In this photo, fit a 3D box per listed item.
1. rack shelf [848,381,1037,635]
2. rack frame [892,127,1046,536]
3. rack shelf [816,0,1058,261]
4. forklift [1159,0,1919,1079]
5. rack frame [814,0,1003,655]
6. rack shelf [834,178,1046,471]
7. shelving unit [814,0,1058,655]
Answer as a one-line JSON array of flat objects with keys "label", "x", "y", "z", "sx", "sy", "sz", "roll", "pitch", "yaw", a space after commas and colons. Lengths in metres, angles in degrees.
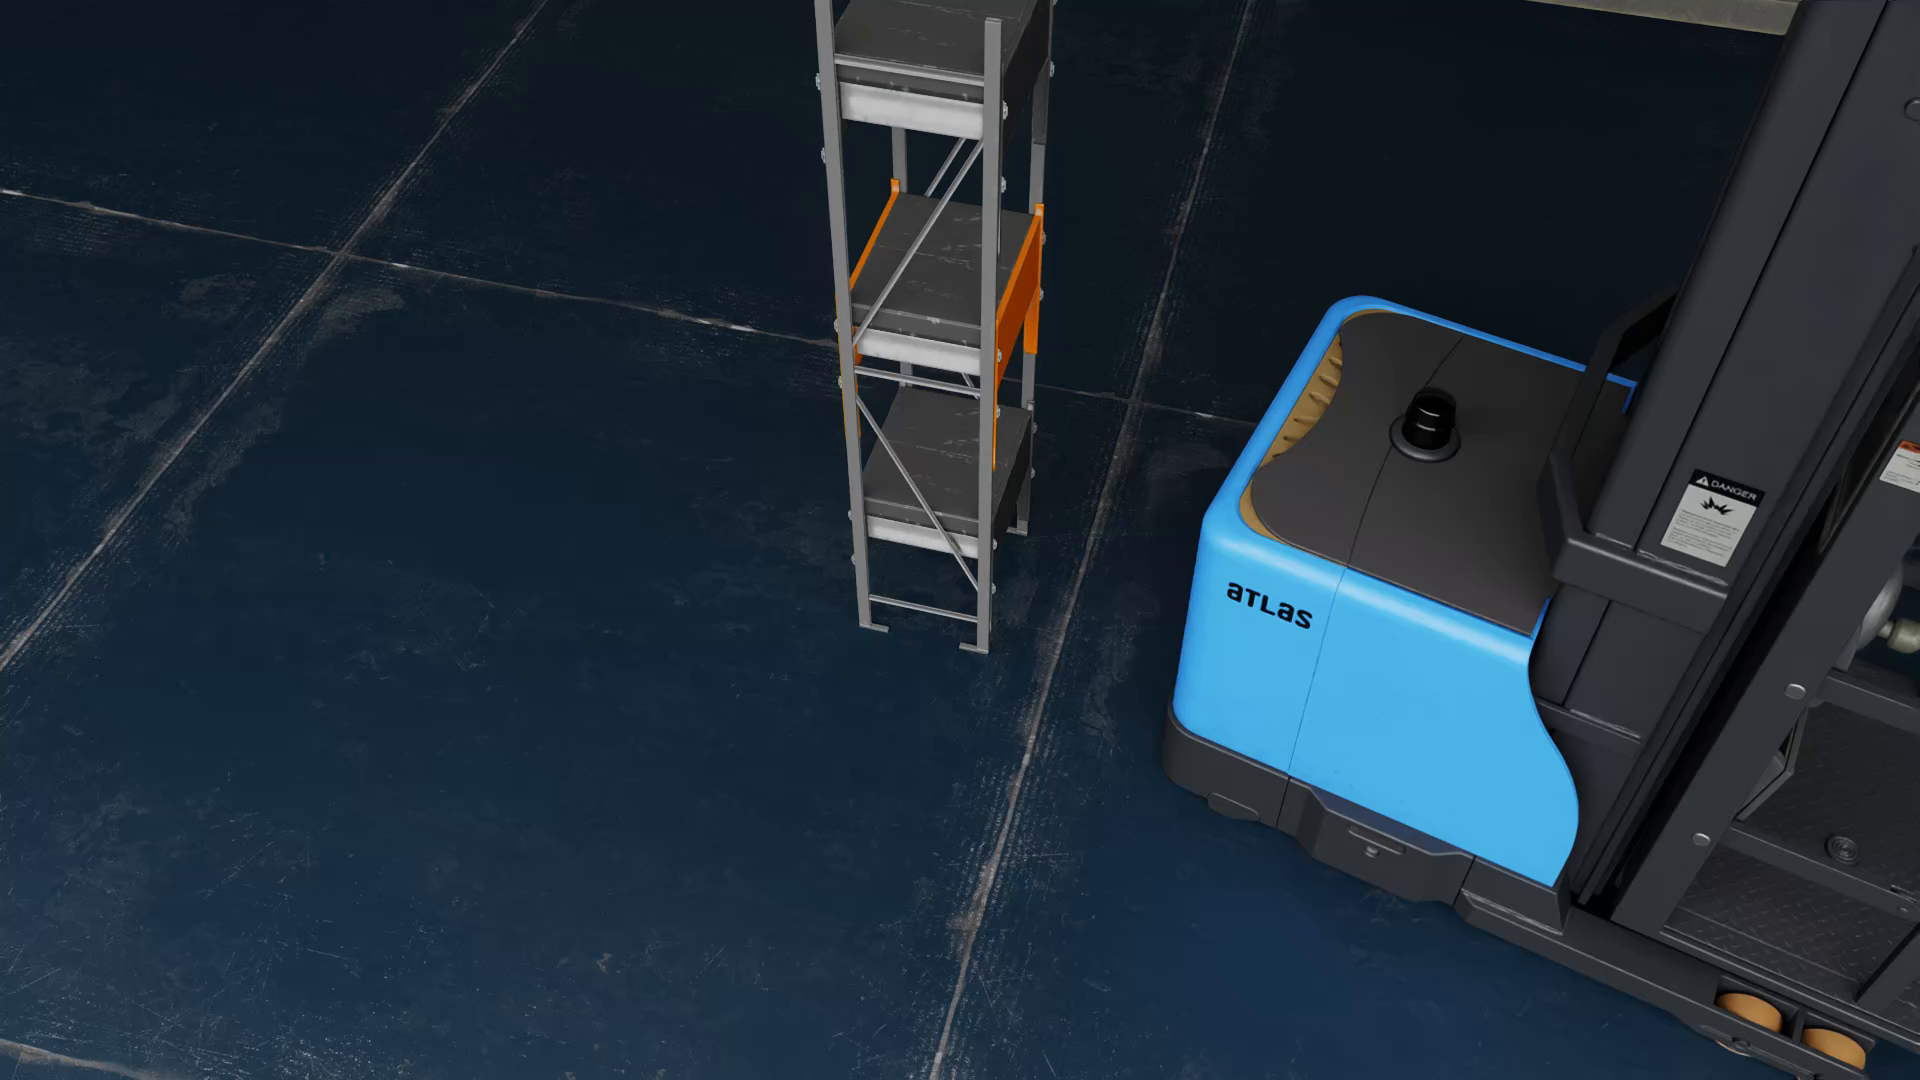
[{"label": "rack shelf", "x": -0.044, "y": -0.103, "z": 4.892, "sx": 0.431, "sy": 0.518, "sz": 0.480, "roll": 12, "pitch": 50, "yaw": 10}, {"label": "rack frame", "x": 0.021, "y": -0.752, "z": 4.513, "sx": 0.400, "sy": 2.100, "sz": 0.015, "roll": 12, "pitch": 50, "yaw": 10}, {"label": "rack shelf", "x": -0.044, "y": -1.029, "z": 3.842, "sx": 0.431, "sy": 0.518, "sz": 0.480, "roll": 12, "pitch": 50, "yaw": 10}, {"label": "forklift", "x": 2.096, "y": -0.085, "z": 3.370, "sx": 3.031, "sy": 2.935, "sz": 1.130, "roll": 22, "pitch": 52, "yaw": 18}, {"label": "rack frame", "x": -0.108, "y": -0.399, "z": 4.201, "sx": 0.400, "sy": 2.100, "sz": 0.015, "roll": 12, "pitch": 50, "yaw": 10}, {"label": "rack shelf", "x": -0.044, "y": -0.566, "z": 4.367, "sx": 0.431, "sy": 0.518, "sz": 0.480, "roll": 12, "pitch": 50, "yaw": 10}, {"label": "shelving unit", "x": -0.044, "y": -0.575, "z": 4.357, "sx": 0.431, "sy": 2.100, "sz": 0.503, "roll": 12, "pitch": 50, "yaw": 10}]
